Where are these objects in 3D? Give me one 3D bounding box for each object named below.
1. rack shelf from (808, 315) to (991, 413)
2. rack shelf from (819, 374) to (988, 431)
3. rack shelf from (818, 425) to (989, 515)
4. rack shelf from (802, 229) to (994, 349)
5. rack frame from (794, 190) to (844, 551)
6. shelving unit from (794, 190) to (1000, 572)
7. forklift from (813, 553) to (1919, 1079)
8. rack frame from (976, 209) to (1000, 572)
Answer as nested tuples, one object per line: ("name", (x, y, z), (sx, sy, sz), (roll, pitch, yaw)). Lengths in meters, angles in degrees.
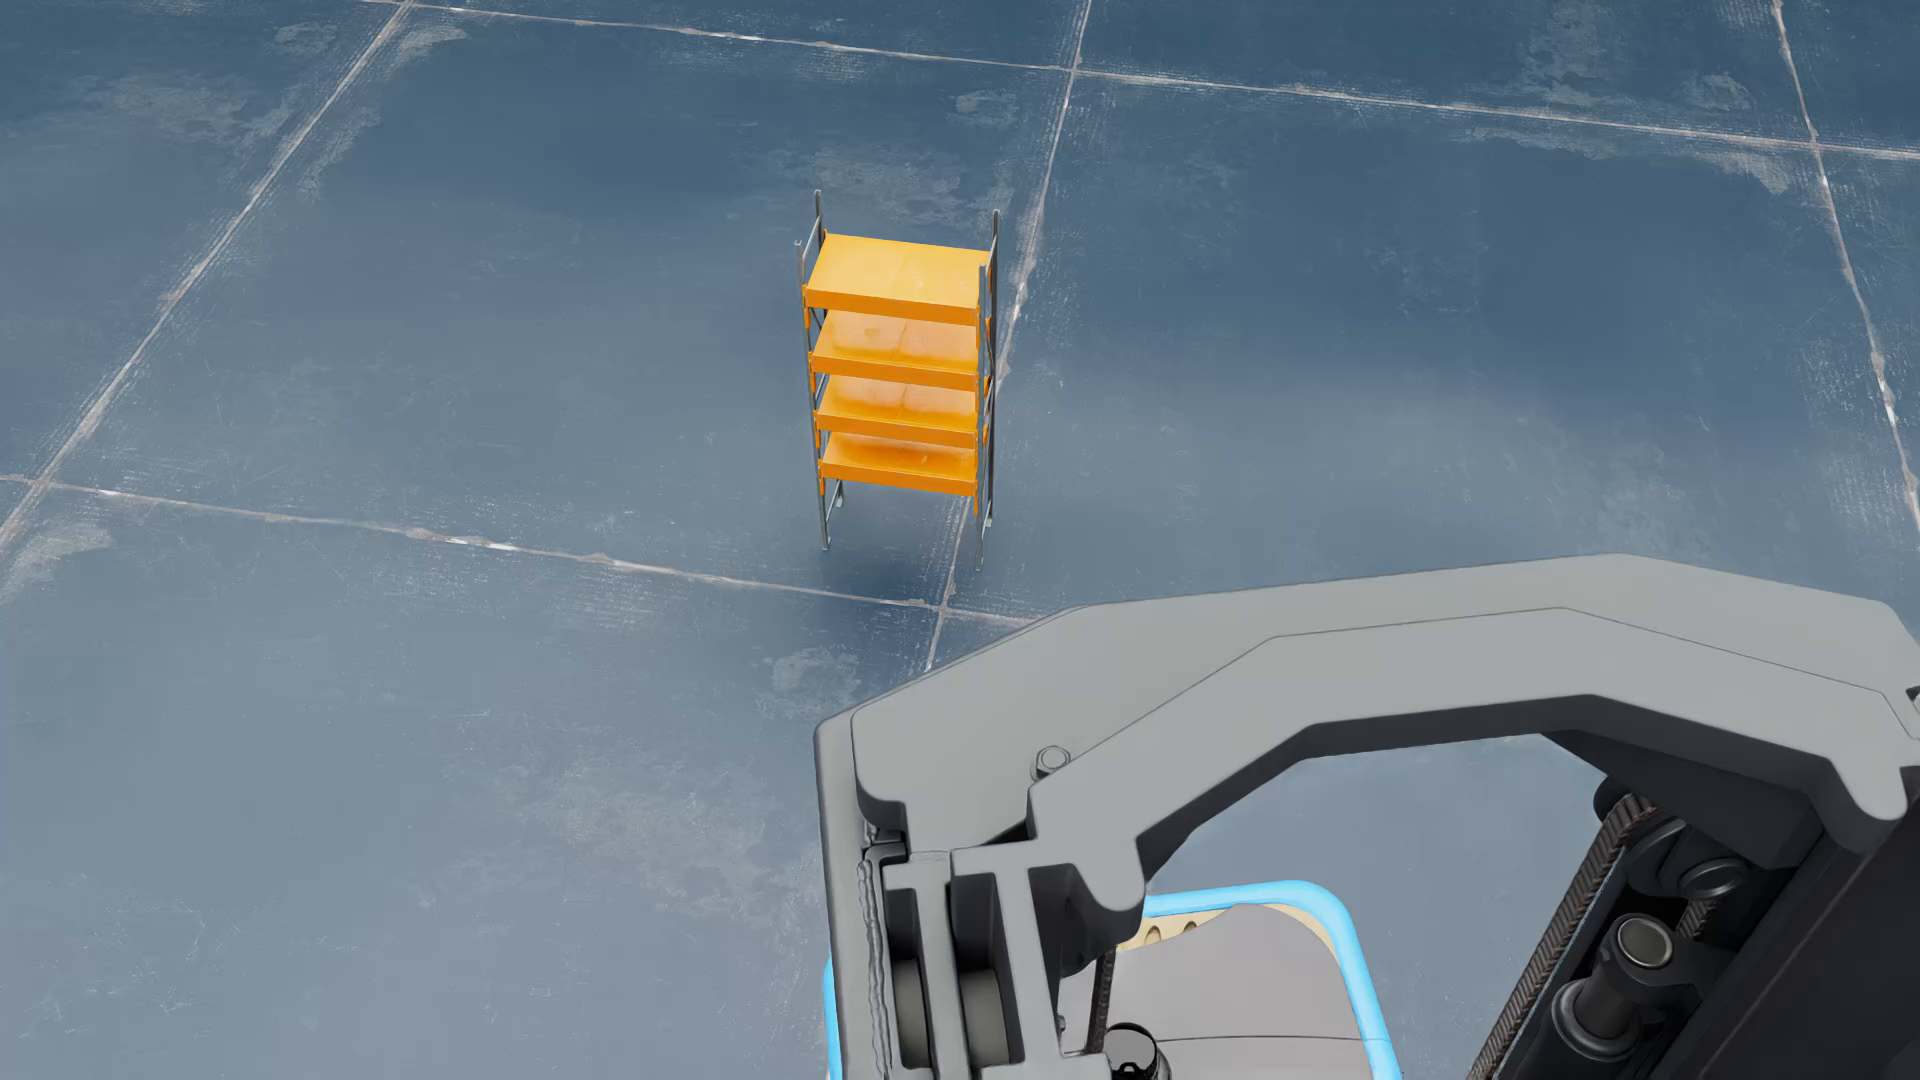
("rack shelf", (-0.163, -0.527, 4.707), (0.480, 0.148, 0.258), (8, 49, 7))
("rack shelf", (-0.163, -0.404, 4.844), (0.457, 0.050, 0.221), (8, 49, 7))
("rack shelf", (-0.163, -0.245, 5.021), (0.480, 0.148, 0.258), (8, 49, 7))
("rack shelf", (-0.163, -0.686, 4.531), (0.480, 0.148, 0.258), (8, 49, 7))
("rack frame", (-0.403, -0.455, 4.852), (0.015, 1.200, 0.240), (8, 49, 7))
("shelving unit", (-0.163, -0.423, 4.823), (0.503, 1.200, 0.258), (8, 49, 7))
("forklift", (0.360, 1.145, 2.293), (1.129, 2.867, 1.939), (-6, 48, -5))
("rack frame", (0.077, -0.391, 4.794), (0.015, 1.200, 0.240), (8, 49, 7))
